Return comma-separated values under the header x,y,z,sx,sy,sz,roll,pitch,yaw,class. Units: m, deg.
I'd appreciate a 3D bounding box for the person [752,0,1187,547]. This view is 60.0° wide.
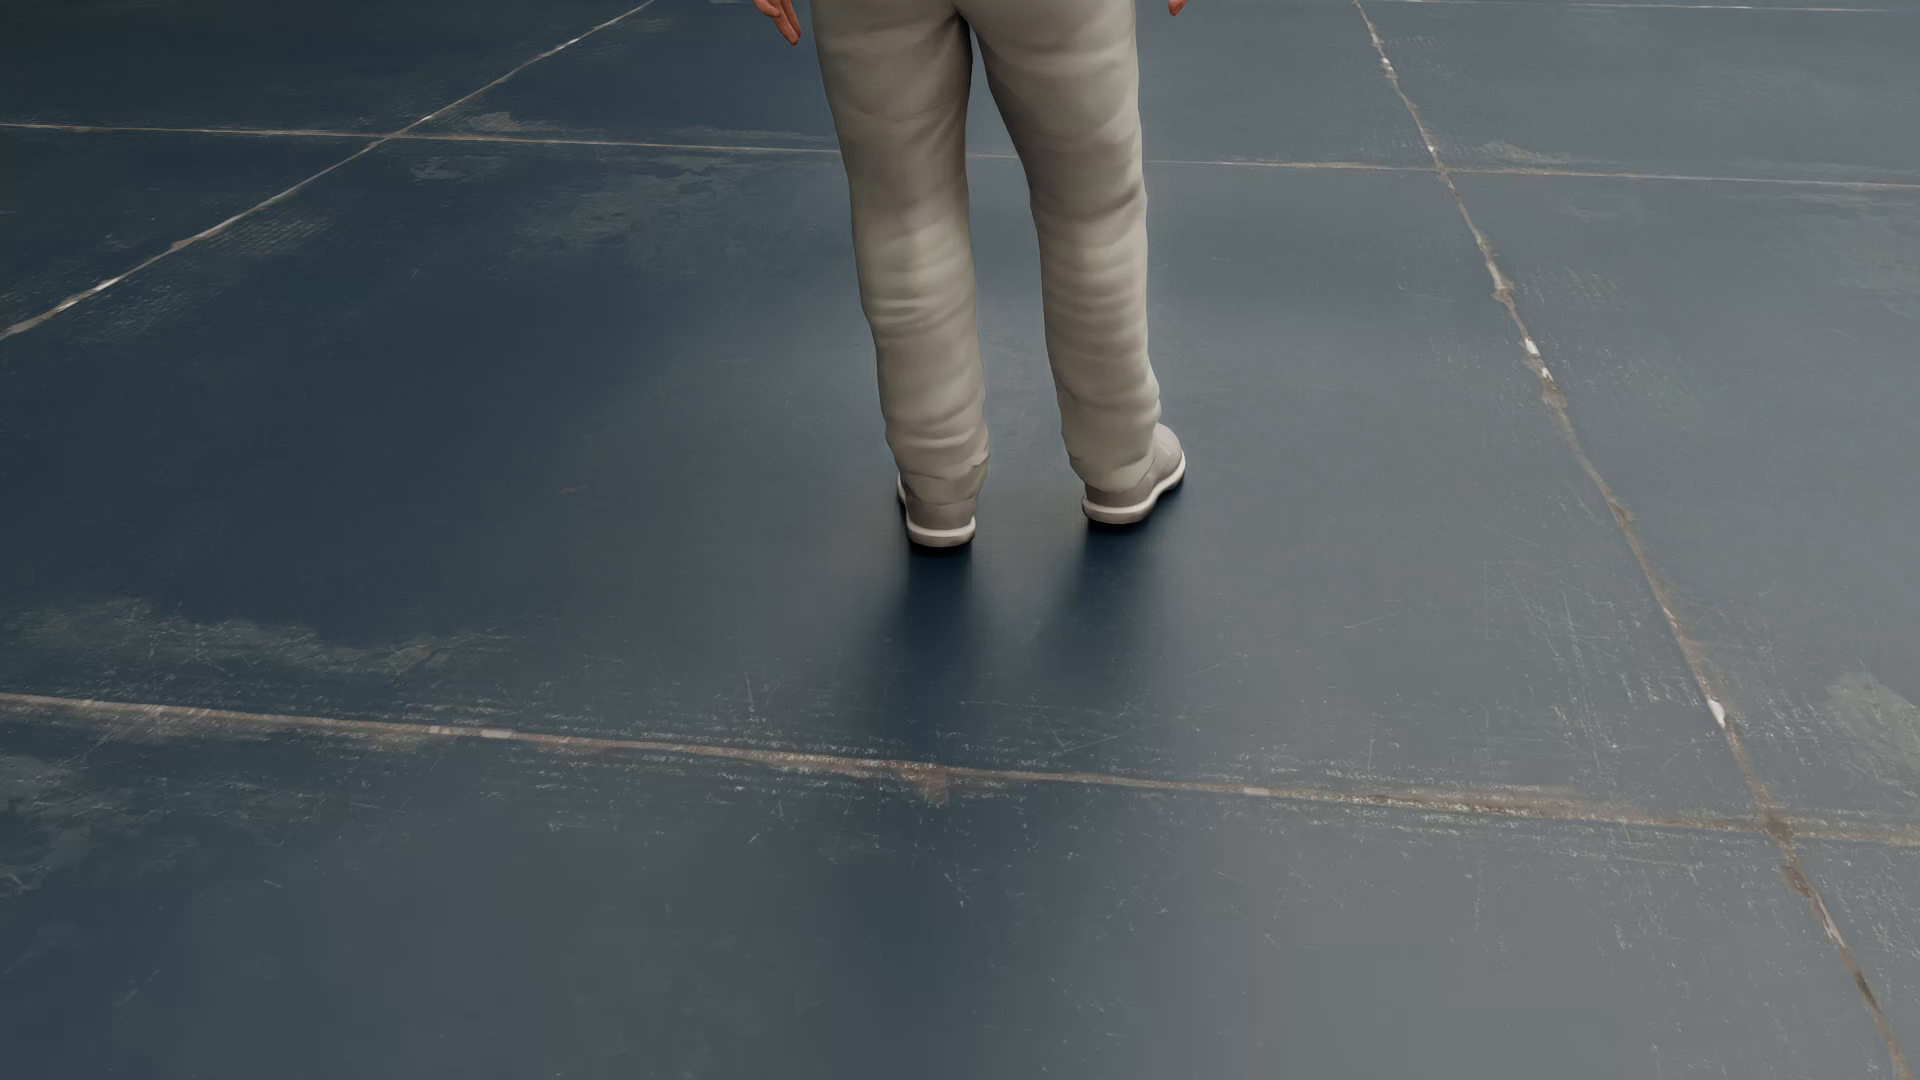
x,y,z,sx,sy,sz,roll,pitch,yaw,class
0.022,-0.837,2.166,0.640,1.781,0.574,3,27,7,person
